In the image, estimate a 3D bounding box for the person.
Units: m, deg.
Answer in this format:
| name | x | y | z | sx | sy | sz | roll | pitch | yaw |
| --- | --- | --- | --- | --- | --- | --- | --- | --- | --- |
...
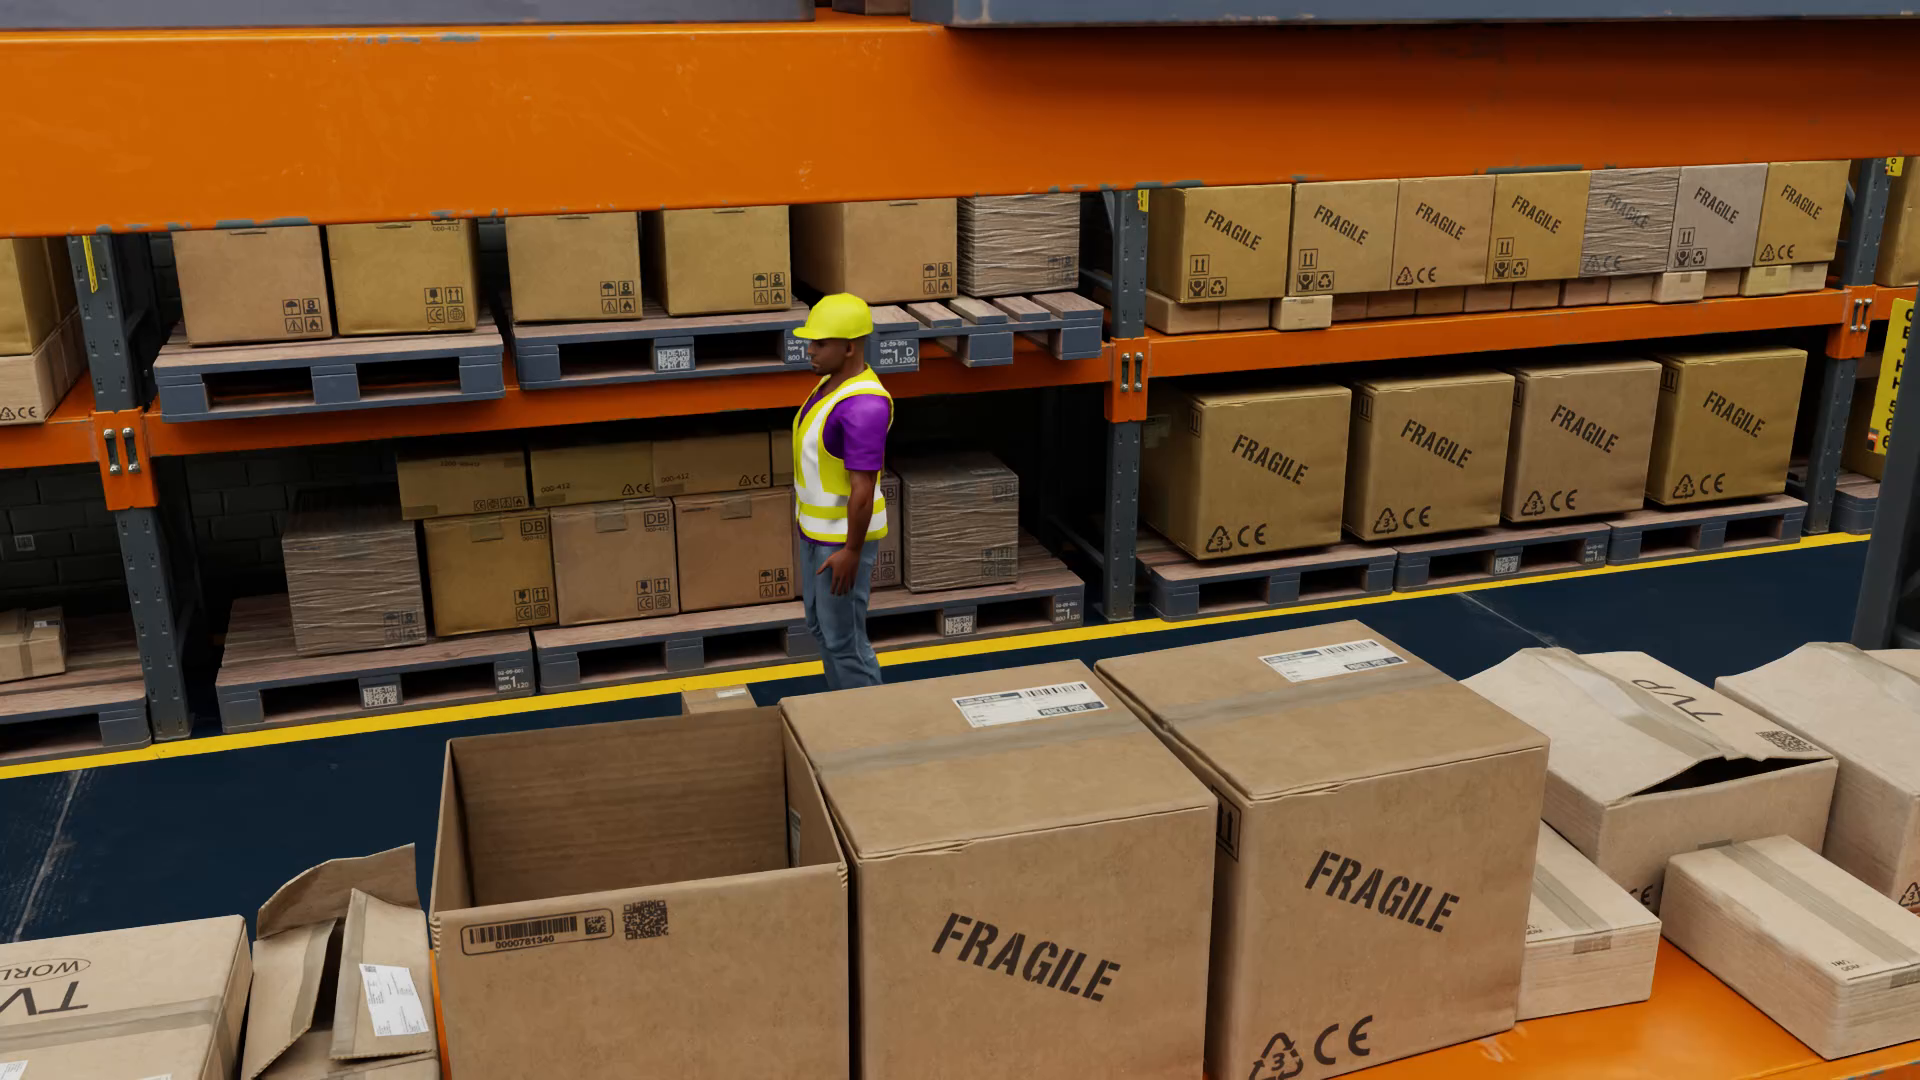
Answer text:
| name | x | y | z | sx | sy | sz | roll | pitch | yaw |
| --- | --- | --- | --- | --- | --- | --- | --- | --- | --- |
| person | -0.452 | -0.011 | 6.115 | 0.422 | 1.732 | 0.584 | -6 | 20 | -16 |
